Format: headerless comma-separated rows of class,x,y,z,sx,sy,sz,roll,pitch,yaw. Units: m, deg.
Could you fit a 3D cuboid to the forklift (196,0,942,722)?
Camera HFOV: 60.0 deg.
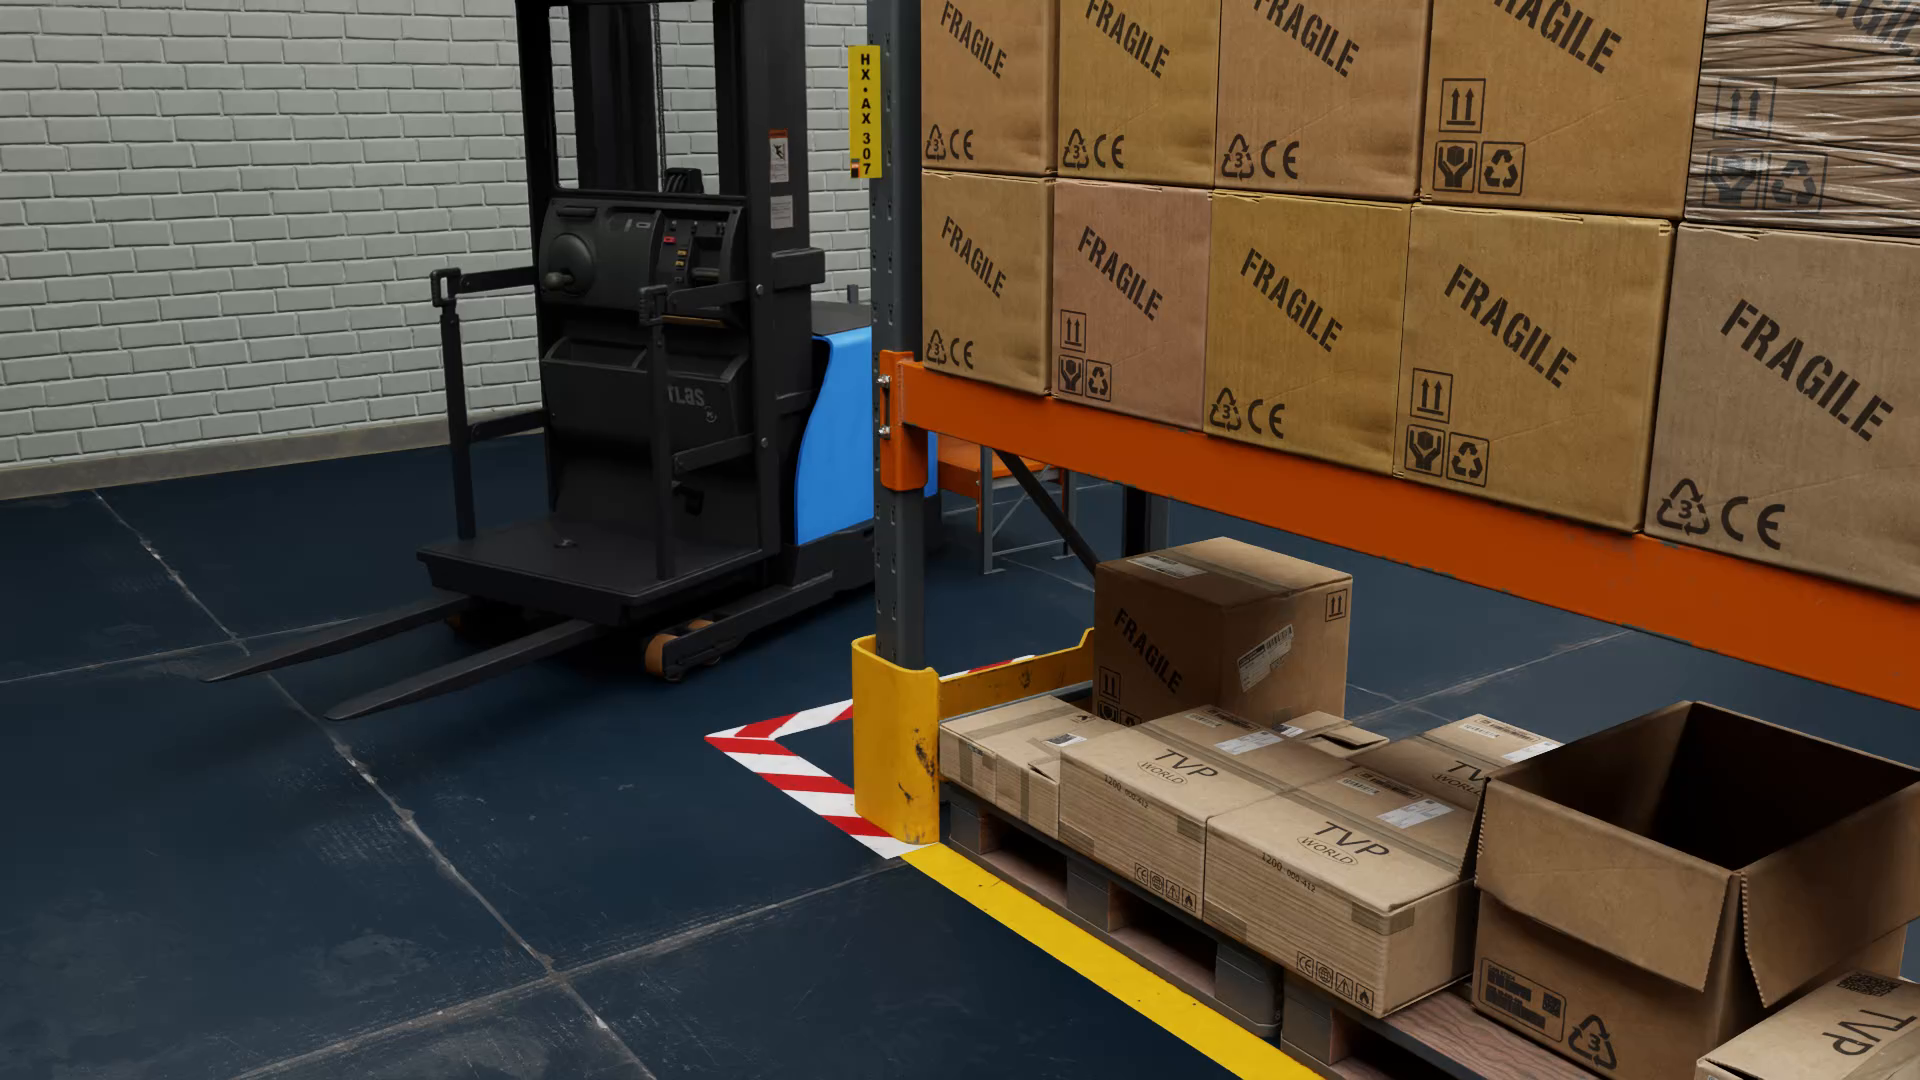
forklift,-1.288,-1.062,5.903,1.130,2.935,3.031,9,18,31

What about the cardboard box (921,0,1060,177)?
cardboard box,0.249,-1.146,3.997,0.500,0.500,0.500,-10,18,-33

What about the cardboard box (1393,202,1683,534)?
cardboard box,1.142,-0.340,2.946,0.500,0.500,0.500,-11,19,-34

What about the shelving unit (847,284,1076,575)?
shelving unit,-0.004,-0.544,7.433,0.538,1.125,1.048,-11,19,-35

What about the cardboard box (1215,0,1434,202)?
cardboard box,0.853,-0.928,3.201,0.500,0.500,0.500,-11,19,-34

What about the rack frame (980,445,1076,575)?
rack frame,0.295,-0.435,7.036,0.500,1.125,0.032,-11,19,-35

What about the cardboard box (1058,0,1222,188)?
cardboard box,0.562,-1.035,3.594,0.500,0.500,0.500,-11,19,-34

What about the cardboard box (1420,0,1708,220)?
cardboard box,1.152,-0.819,2.805,0.500,0.500,0.500,-11,19,-35

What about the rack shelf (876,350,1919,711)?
rack shelf,1.377,0.023,3.173,1.077,0.370,4.000,-11,19,-35

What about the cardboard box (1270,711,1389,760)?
cardboard box,0.886,0.582,4.303,0.380,0.166,0.250,-11,19,-35

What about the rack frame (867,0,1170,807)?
rack frame,0.201,-0.751,4.638,1.000,3.000,0.127,-11,19,-35

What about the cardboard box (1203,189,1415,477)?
cardboard box,0.849,-0.447,3.336,0.500,0.500,0.500,-11,19,-35

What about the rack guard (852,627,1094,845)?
rack guard,0.246,0.471,4.909,1.175,0.500,0.348,-11,19,-35

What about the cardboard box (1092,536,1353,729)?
cardboard box,0.720,0.320,4.626,0.500,0.500,0.500,-11,19,-35

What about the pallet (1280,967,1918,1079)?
pallet,1.429,1.041,3.374,1.003,0.211,1.213,-11,19,-35

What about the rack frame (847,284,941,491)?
rack frame,-0.303,-0.653,7.829,0.500,1.125,0.032,-11,19,-35

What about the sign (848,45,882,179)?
sign,-0.238,-1.084,4.216,0.100,0.325,0.005,-11,19,-35

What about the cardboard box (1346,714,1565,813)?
cardboard box,1.255,0.648,3.900,0.500,0.250,0.500,-11,19,-35

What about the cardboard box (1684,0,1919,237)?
cardboard box,1.447,-0.712,2.411,0.500,0.500,0.500,-11,19,-34

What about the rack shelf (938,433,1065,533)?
rack shelf,-0.004,-0.308,7.497,0.538,0.278,1.000,-11,19,-35

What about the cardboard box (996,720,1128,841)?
cardboard box,0.316,0.599,4.237,0.380,0.166,0.250,-11,19,-35

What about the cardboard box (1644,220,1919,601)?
cardboard box,1.444,-0.231,2.550,0.500,0.500,0.500,-10,18,-33

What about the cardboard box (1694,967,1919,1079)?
cardboard box,1.548,0.950,2.683,0.500,0.311,0.500,-11,19,-35

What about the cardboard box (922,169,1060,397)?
cardboard box,0.249,-0.664,4.129,0.500,0.500,0.500,-10,18,-33

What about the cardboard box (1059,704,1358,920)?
cardboard box,0.585,0.630,3.968,0.500,0.250,0.500,-11,19,-35

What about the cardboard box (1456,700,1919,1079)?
cardboard box,1.444,0.695,3.252,0.797,0.503,0.637,-11,19,-35

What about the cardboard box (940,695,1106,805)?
cardboard box,0.169,0.555,4.435,0.380,0.149,0.250,-11,19,-35

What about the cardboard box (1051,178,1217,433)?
cardboard box,0.557,-0.554,3.730,0.500,0.500,0.500,-11,19,-35

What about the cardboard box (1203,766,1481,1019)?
cardboard box,0.879,0.737,3.578,0.500,0.250,0.500,-11,19,-35

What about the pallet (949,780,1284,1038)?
pallet,0.715,0.780,4.326,1.003,0.211,1.213,-11,19,-35
